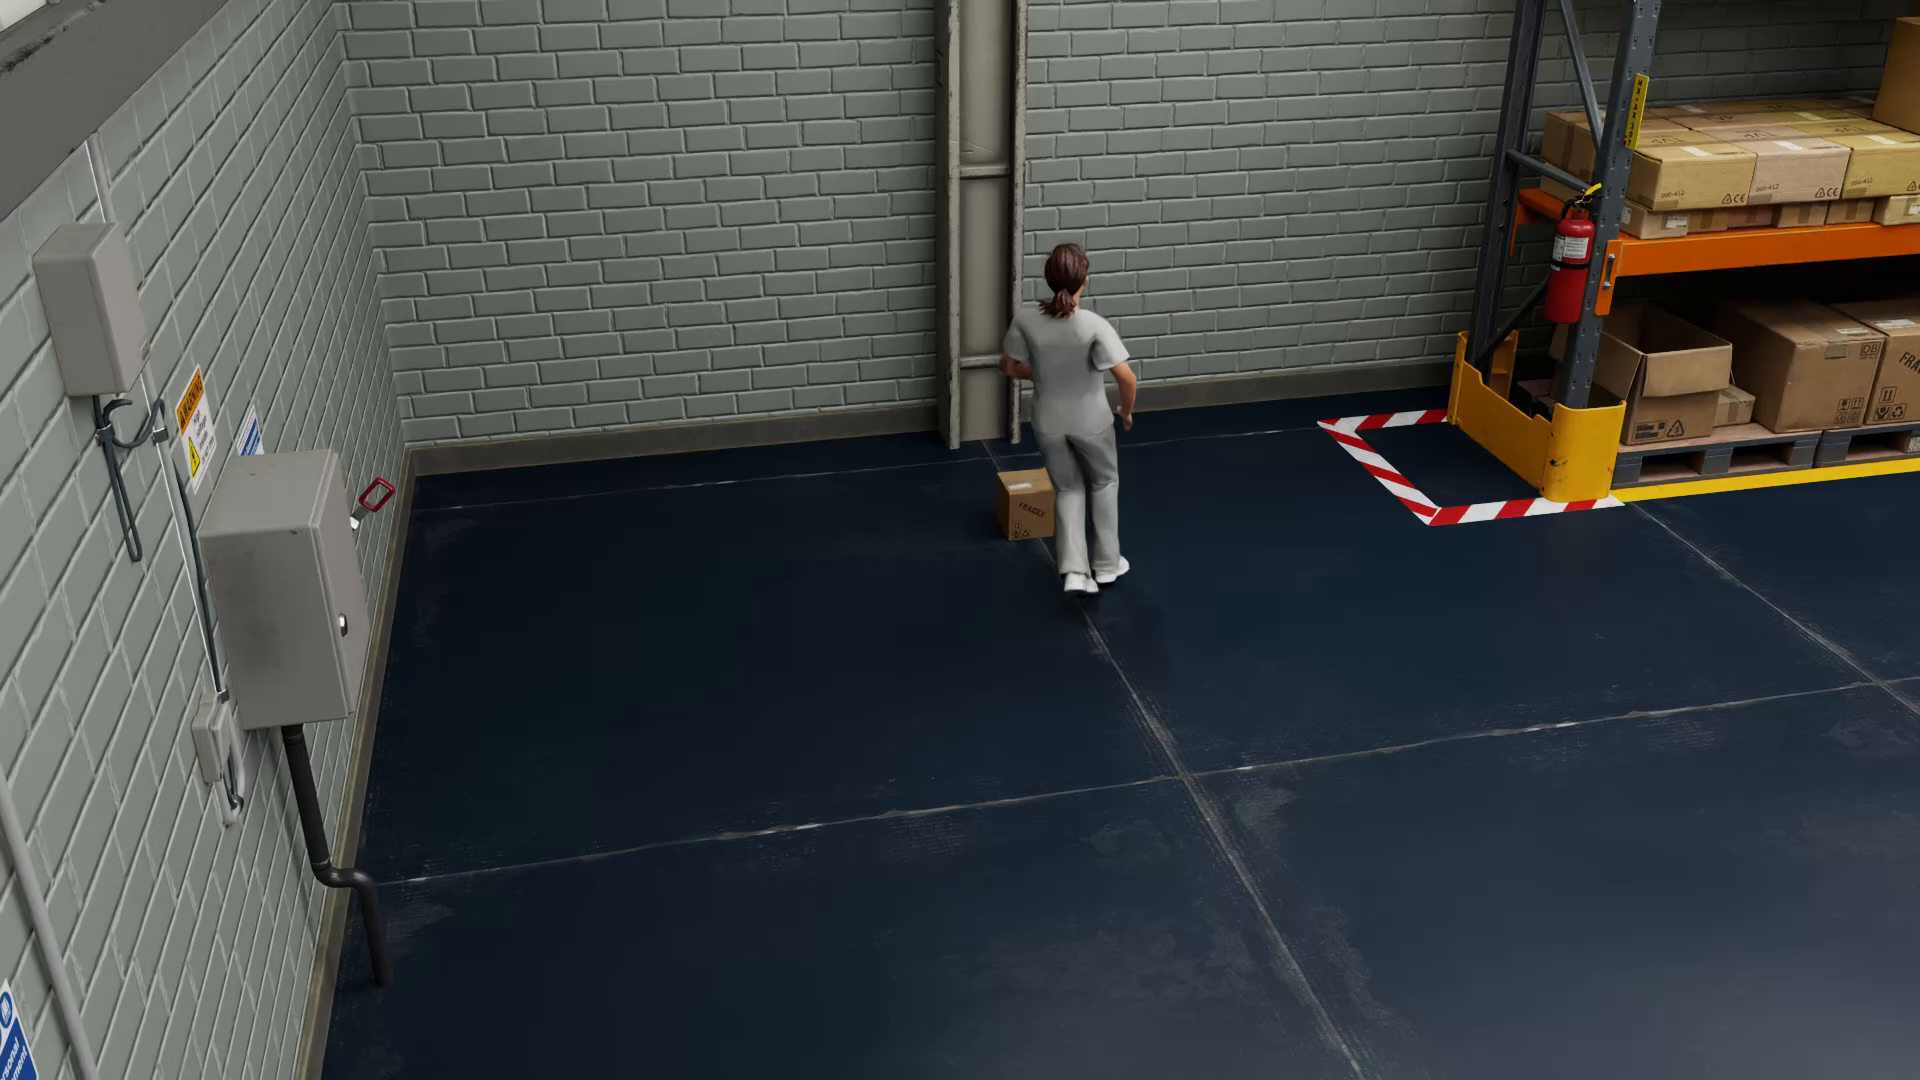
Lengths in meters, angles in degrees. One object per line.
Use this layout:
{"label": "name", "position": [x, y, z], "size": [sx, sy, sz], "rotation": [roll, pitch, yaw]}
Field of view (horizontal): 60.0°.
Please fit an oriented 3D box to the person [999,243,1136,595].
{"label": "person", "position": [0.479, -0.499, 7.186], "size": [0.618, 1.647, 0.676], "rotation": [8, 28, 16]}
